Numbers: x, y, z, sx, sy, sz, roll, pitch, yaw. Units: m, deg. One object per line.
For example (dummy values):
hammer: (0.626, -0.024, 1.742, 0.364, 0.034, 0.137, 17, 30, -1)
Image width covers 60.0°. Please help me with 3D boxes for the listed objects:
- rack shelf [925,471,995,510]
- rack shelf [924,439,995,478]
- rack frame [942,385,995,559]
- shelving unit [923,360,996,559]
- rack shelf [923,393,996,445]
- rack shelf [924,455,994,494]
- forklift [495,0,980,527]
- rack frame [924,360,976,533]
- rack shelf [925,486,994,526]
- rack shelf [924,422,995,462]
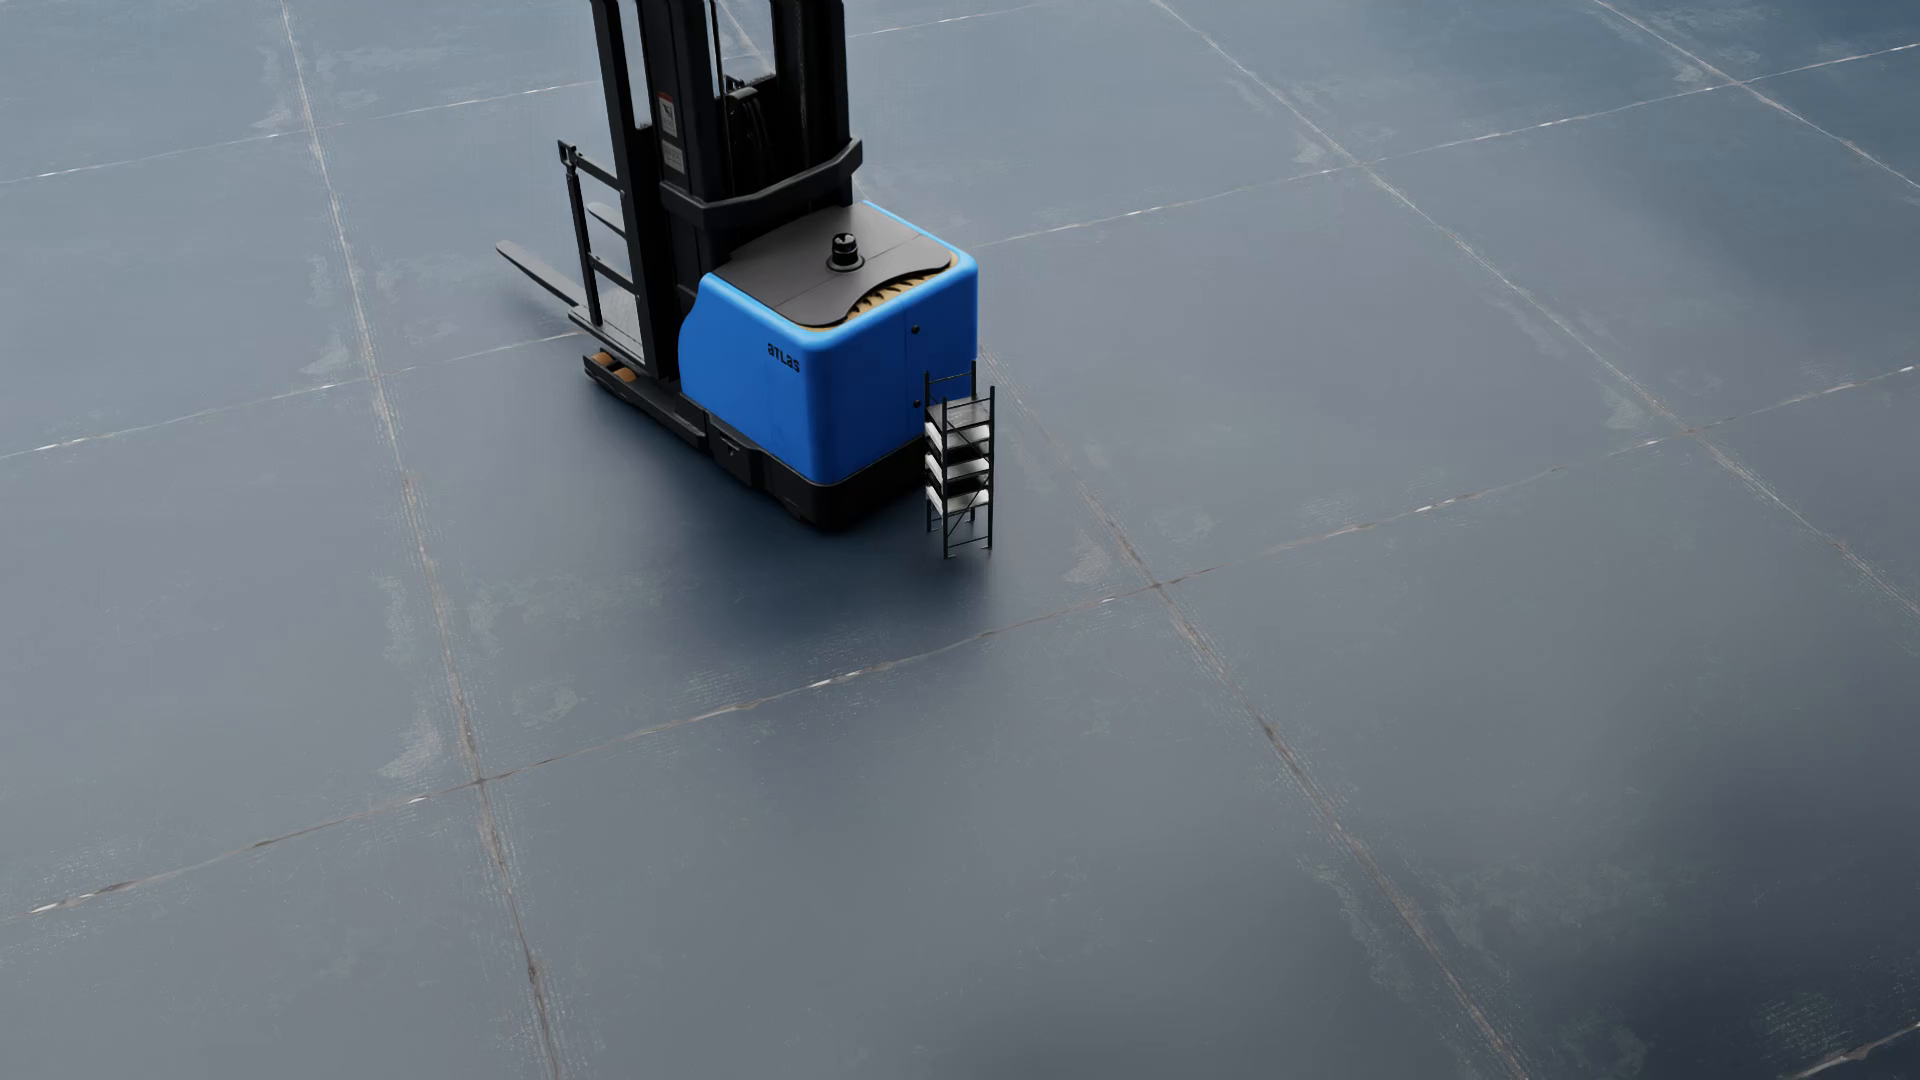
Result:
rack shelf: (-0.003, -0.253, 7.461, 0.258, 0.077, 0.200, -15, 43, -17)
rack shelf: (-0.003, -0.389, 7.344, 0.258, 0.077, 0.200, -15, 43, -17)
rack frame: (0.036, -0.285, 7.310, 0.240, 0.900, 0.006, -15, 43, -17)
shelving unit: (-0.003, -0.346, 7.381, 0.258, 0.900, 0.210, -15, 43, -17)
rack shelf: (-0.003, -0.526, 7.227, 0.258, 0.077, 0.200, -15, 43, -17)
rack shelf: (-0.003, -0.321, 7.403, 0.258, 0.077, 0.200, -15, 43, -17)
forklift: (-1.291, -2.033, 7.785, 1.130, 2.935, 3.031, -33, 50, -32)
rack frame: (-0.042, -0.407, 7.452, 0.240, 0.900, 0.006, -15, 43, -17)
rack shelf: (-0.003, -0.184, 7.520, 0.258, 0.077, 0.200, -15, 43, -17)
rack shelf: (-0.003, -0.457, 7.285, 0.258, 0.077, 0.200, -15, 43, -17)
